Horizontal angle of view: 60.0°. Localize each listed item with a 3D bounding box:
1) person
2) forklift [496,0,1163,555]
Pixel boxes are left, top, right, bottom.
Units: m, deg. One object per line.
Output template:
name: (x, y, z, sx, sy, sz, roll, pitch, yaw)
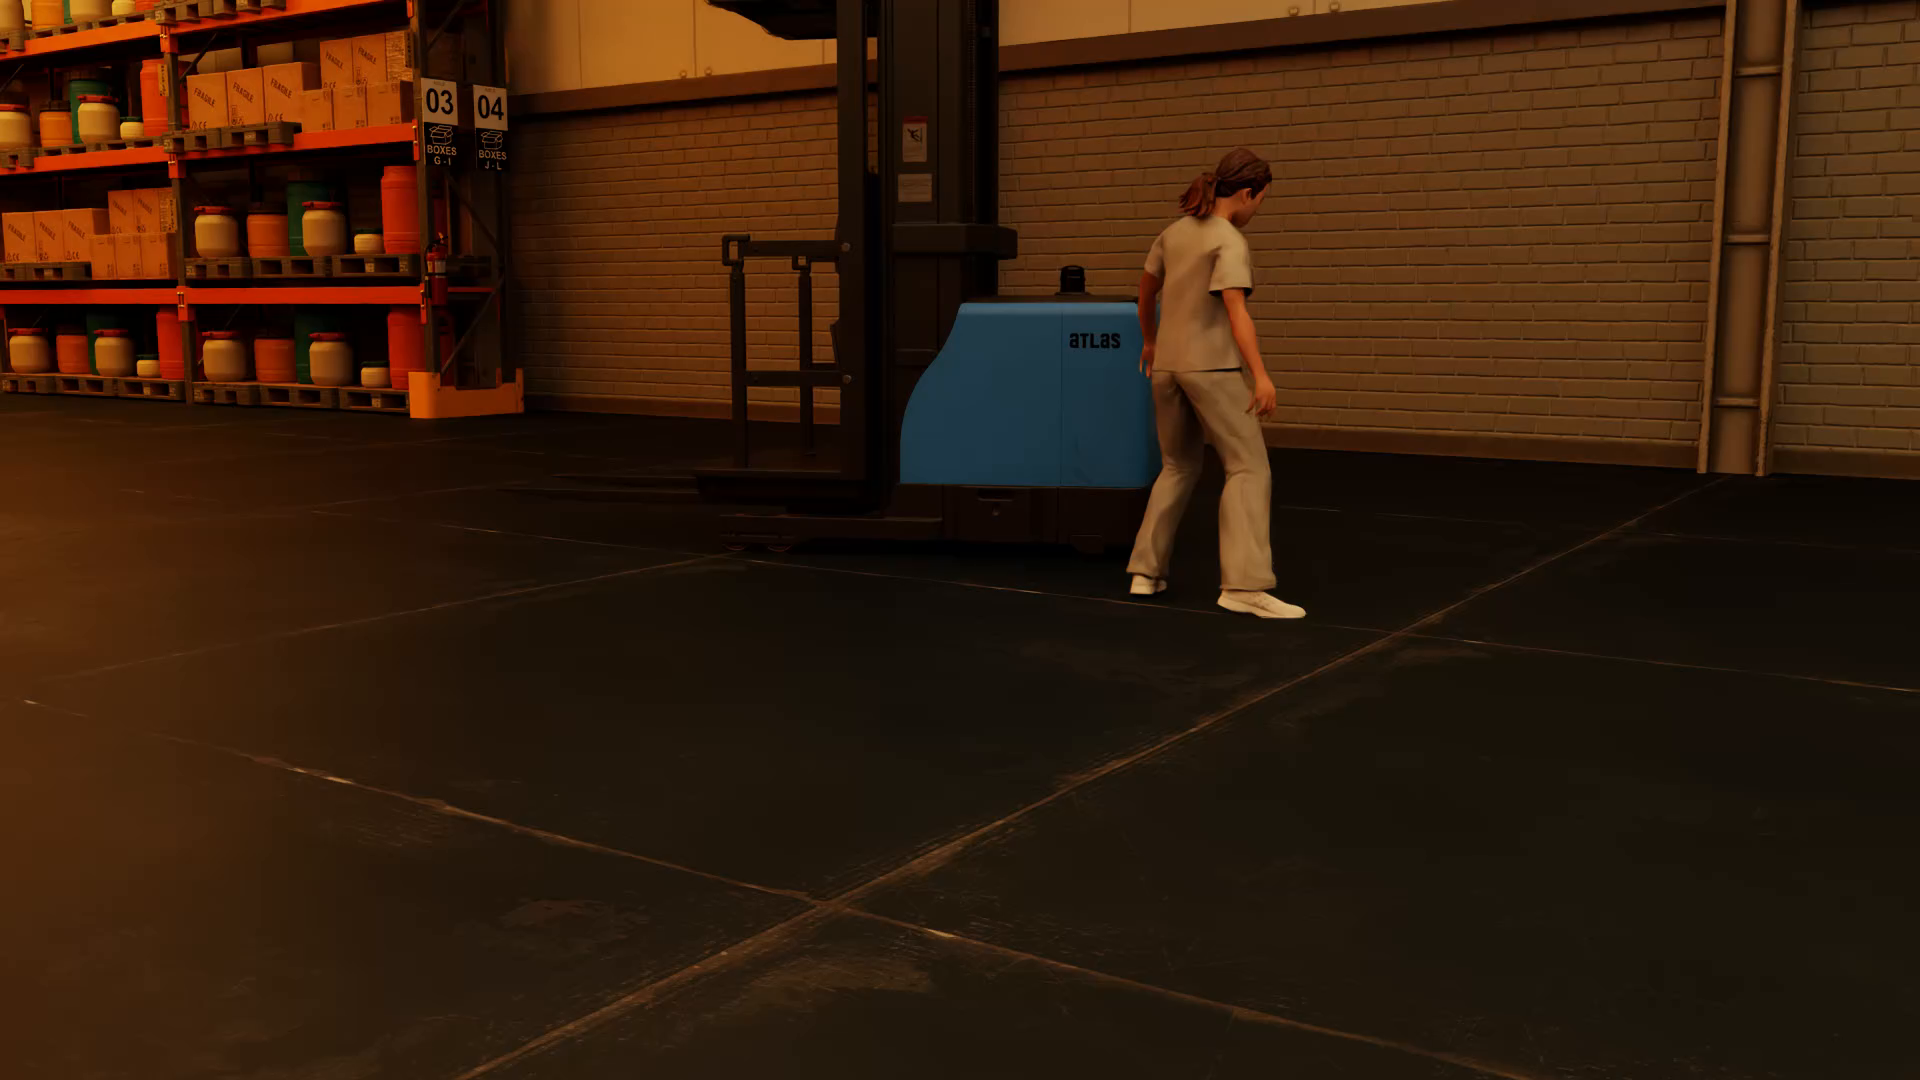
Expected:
person: (0.898, -0.569, 5.958, 0.400, 1.633, 0.895, -5, 10, -32)
forklift: (-0.596, -1.469, 7.520, 3.031, 2.935, 1.130, 2, 8, 12)
